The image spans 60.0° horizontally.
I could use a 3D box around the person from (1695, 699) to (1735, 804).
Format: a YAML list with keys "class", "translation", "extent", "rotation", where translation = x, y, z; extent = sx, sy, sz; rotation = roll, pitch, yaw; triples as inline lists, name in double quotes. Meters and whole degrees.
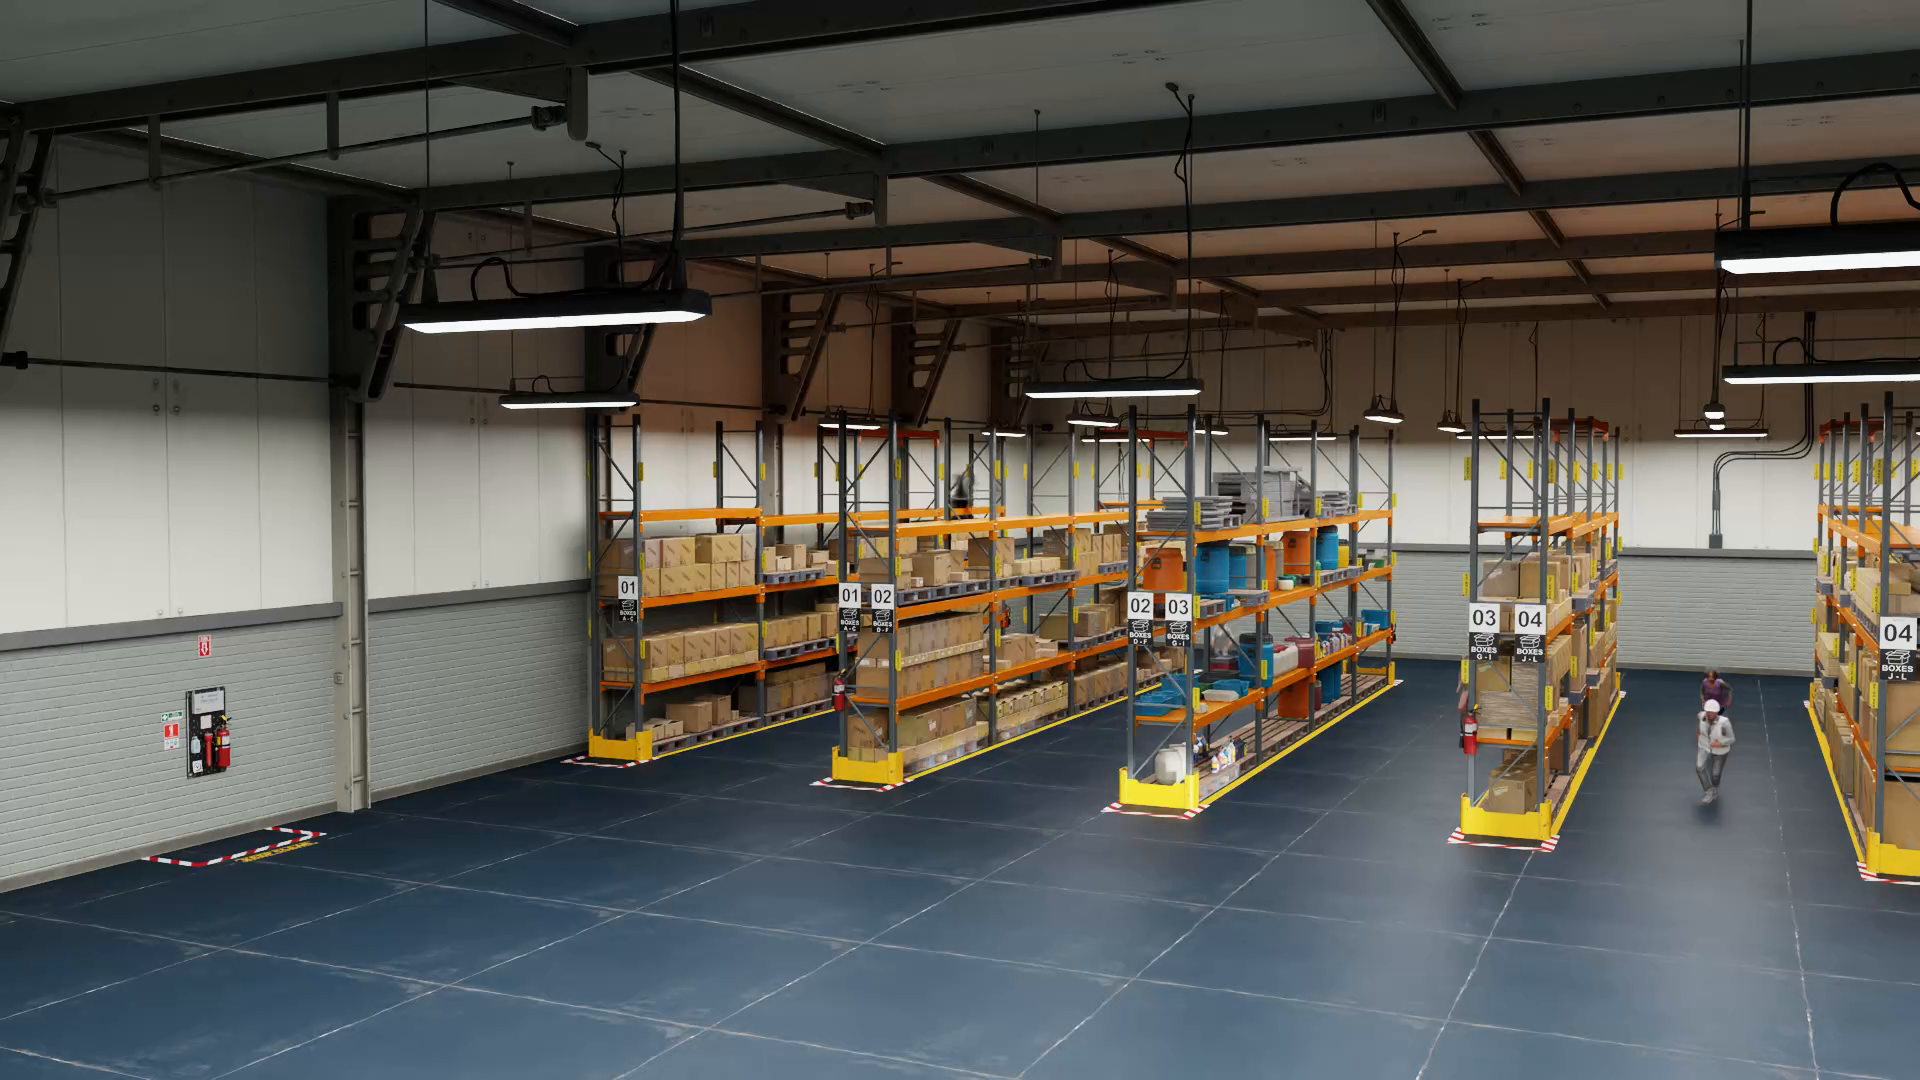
- class: "person"
  translation: [11.382, 3.143, 25.057]
  extent: [0.636, 1.573, 1.120]
  rotation: [2, 3, 35]

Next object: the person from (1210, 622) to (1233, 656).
- class: "person"
  translation: [6.251, 2.611, 39.617]
  extent: [0.520, 1.553, 0.635]
  rotation: [1, 2, 18]

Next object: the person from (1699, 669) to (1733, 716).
- class: "person"
  translation: [13.789, 3.047, 30.311]
  extent: [0.560, 1.430, 0.791]
  rotation: [2, 3, 34]

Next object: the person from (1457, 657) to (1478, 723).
- class: "person"
  translation: [9.810, 2.949, 31.728]
  extent: [0.578, 1.516, 1.040]
  rotation: [2, 3, 34]
